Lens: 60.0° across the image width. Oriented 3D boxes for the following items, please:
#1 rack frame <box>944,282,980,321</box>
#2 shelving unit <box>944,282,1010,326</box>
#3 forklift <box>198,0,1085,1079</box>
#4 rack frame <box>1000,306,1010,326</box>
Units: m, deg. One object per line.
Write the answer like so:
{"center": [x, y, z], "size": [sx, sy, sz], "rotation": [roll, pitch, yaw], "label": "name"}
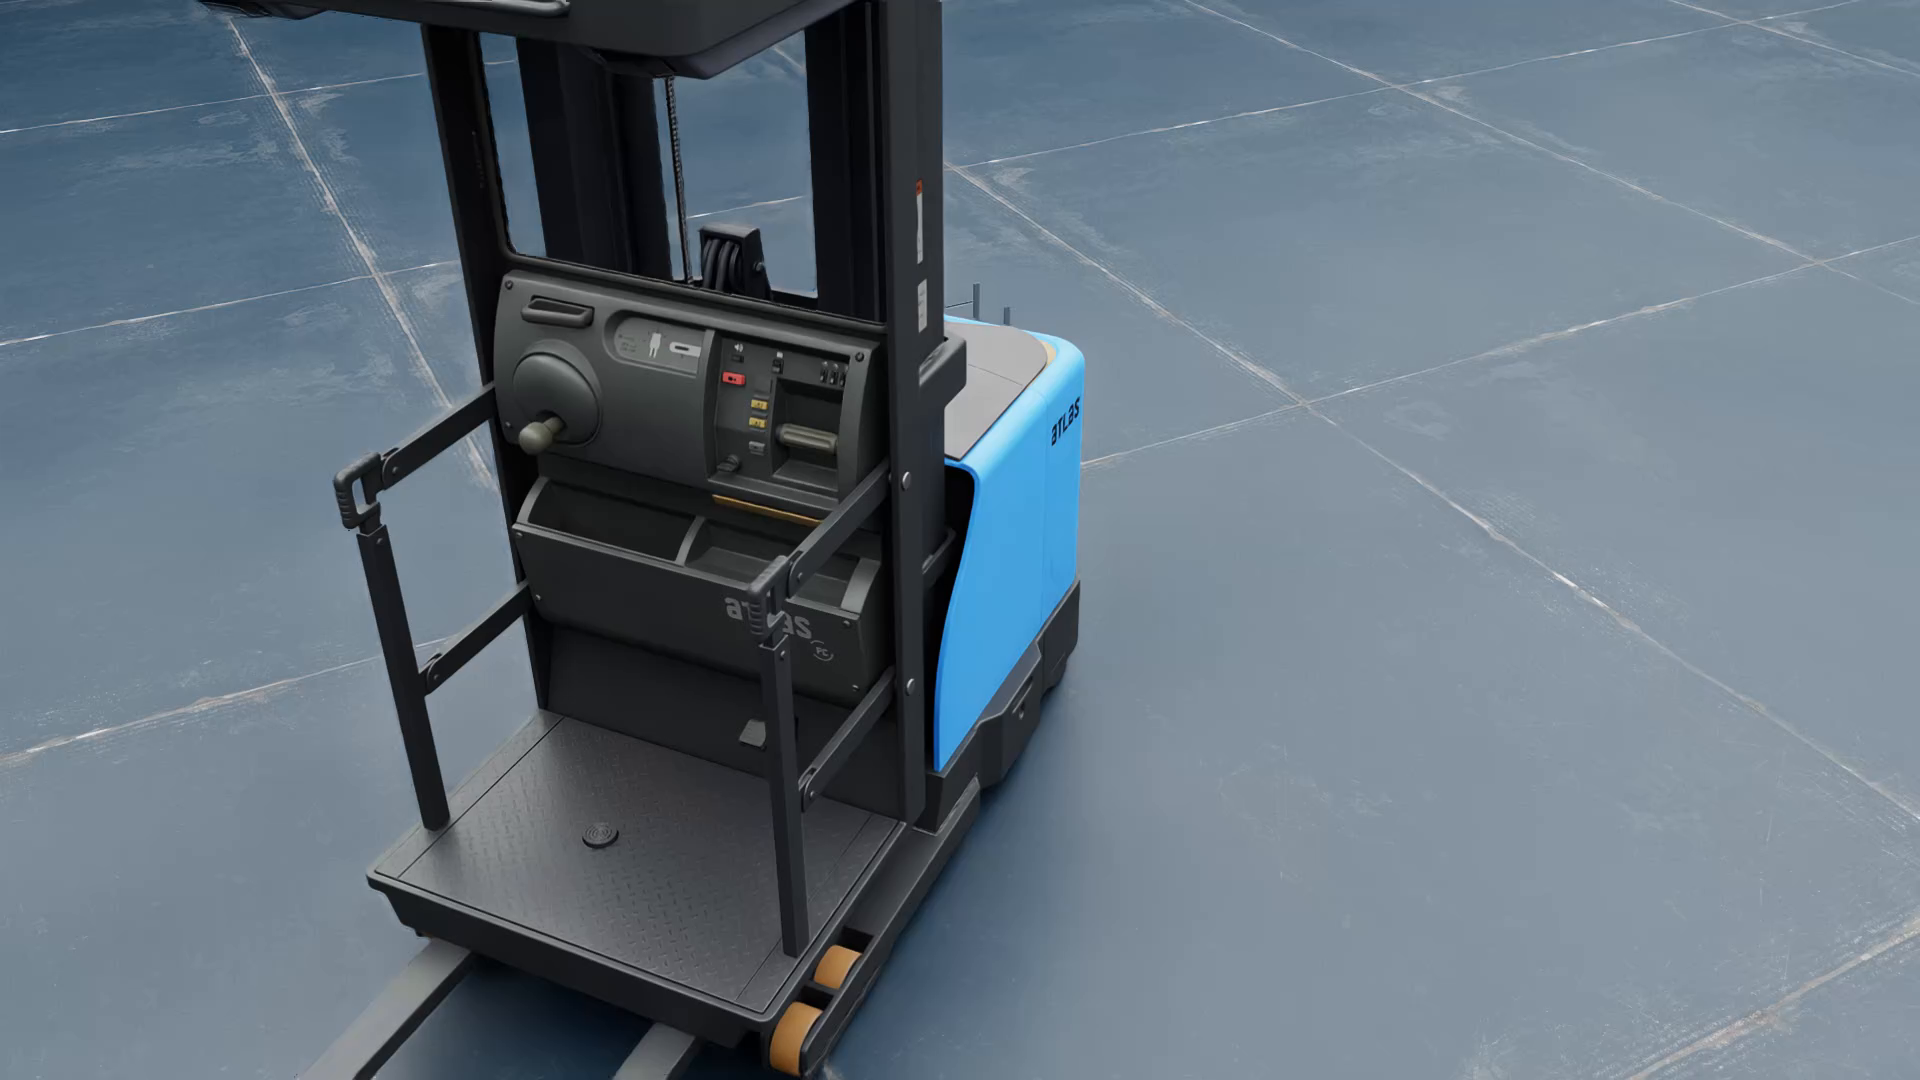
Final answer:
{"center": [-0.044, -0.424, 5.577], "size": [0.240, 0.900, 0.006], "rotation": [-16, 36, -23], "label": "rack frame"}
{"center": [0.004, -0.375, 5.501], "size": [0.258, 0.900, 0.210], "rotation": [-16, 36, -23], "label": "shelving unit"}
{"center": [-0.704, -0.269, 3.453], "size": [1.130, 2.935, 3.031], "rotation": [14, 35, 20], "label": "forklift"}
{"center": [0.051, -0.327, 5.425], "size": [0.240, 0.900, 0.006], "rotation": [-16, 36, -23], "label": "rack frame"}
